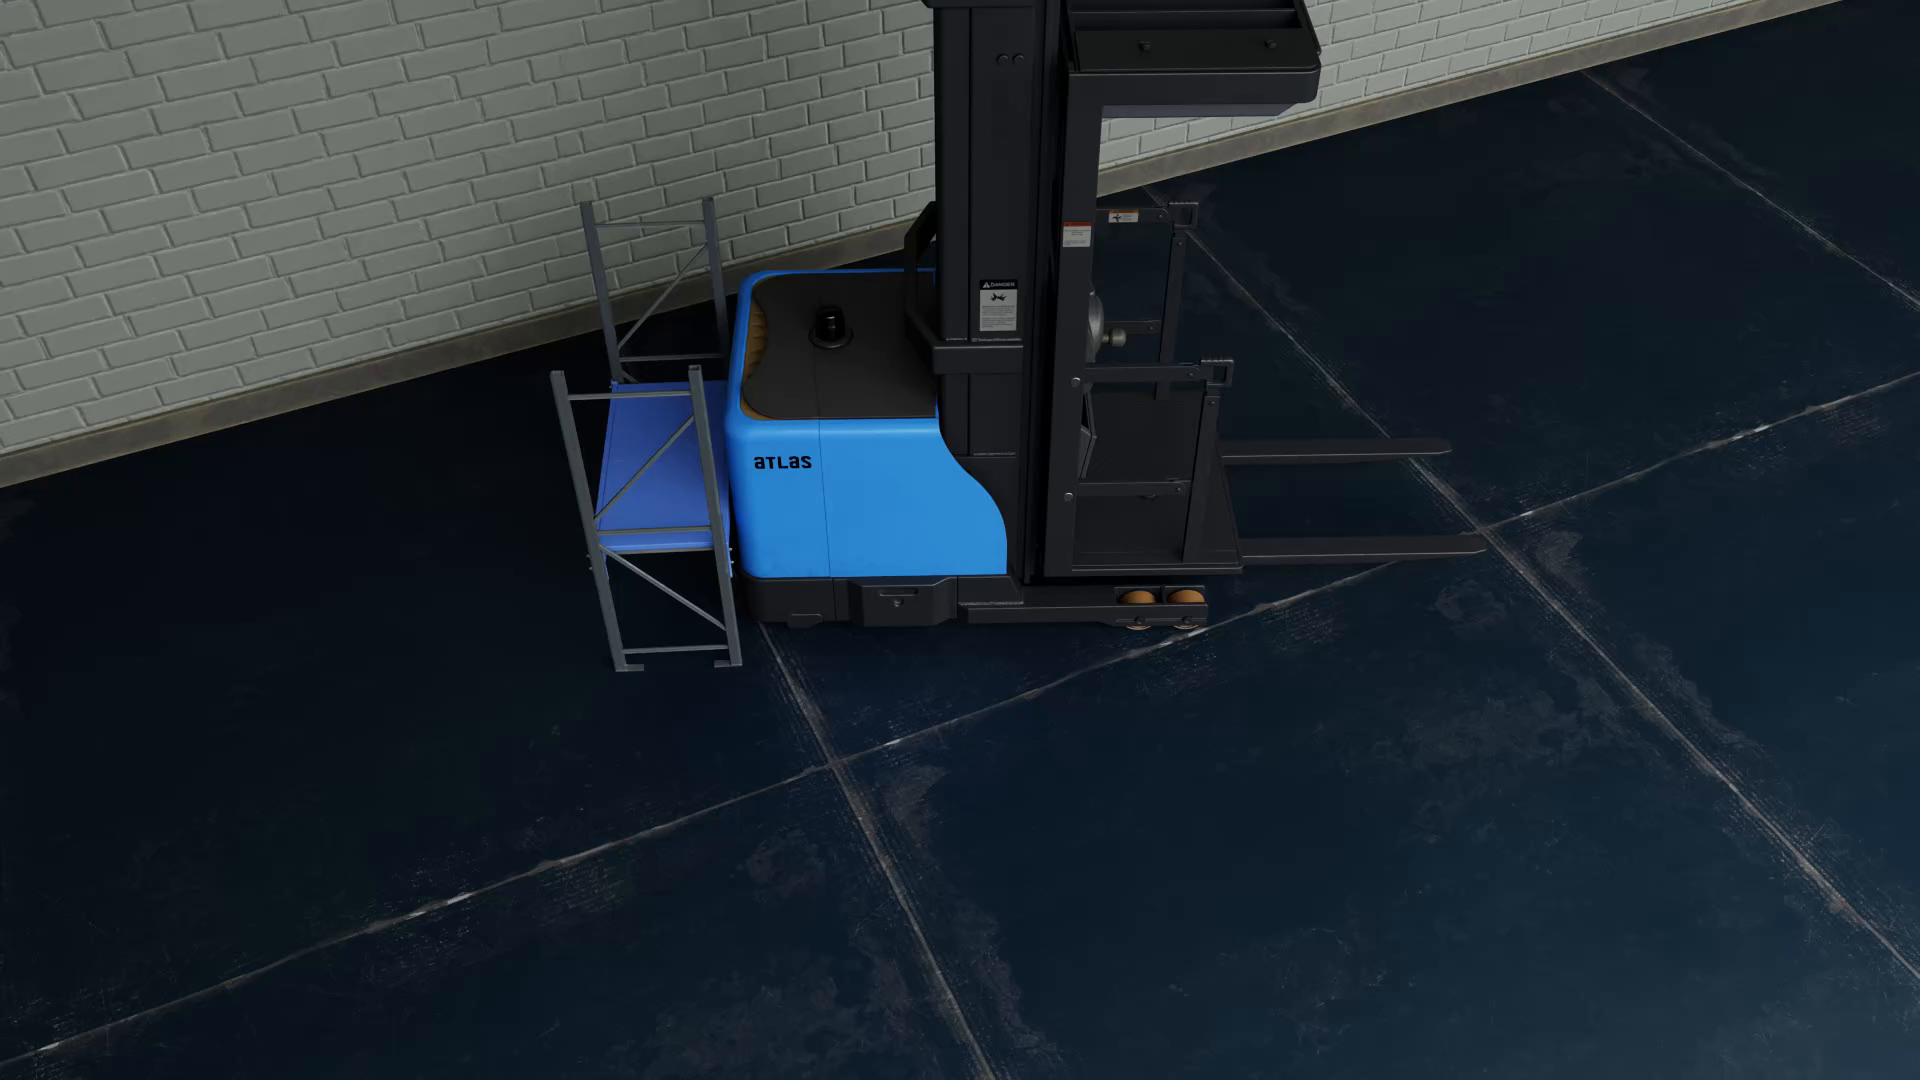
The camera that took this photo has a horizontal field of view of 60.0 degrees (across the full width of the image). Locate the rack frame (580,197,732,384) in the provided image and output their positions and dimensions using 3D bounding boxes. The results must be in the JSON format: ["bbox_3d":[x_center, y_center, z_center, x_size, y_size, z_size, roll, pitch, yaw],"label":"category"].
[{"bbox_3d":[-1.182,-0.745,6.806,0.500,1.500,0.032,-3,45,-3],"label":"rack frame"}]

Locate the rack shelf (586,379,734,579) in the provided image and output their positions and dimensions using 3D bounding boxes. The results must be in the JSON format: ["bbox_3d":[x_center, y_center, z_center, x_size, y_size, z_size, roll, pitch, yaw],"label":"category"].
[{"bbox_3d":[-1.150,-0.260,6.571,0.538,0.185,1.000,-3,45,-3],"label":"rack shelf"}]

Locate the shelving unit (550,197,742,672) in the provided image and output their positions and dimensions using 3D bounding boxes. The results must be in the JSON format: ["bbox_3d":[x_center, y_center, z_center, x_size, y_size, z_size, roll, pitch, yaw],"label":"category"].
[{"bbox_3d":[-1.150,-0.388,6.444,0.538,1.500,1.048,-3,45,-3],"label":"shelving unit"}]

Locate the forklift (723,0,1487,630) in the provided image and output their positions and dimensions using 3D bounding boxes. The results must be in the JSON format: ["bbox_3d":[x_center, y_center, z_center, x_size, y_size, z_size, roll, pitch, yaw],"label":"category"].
[{"bbox_3d":[0.623,-1.053,6.100,3.031,2.935,1.130,-1,45,-1],"label":"forklift"}]

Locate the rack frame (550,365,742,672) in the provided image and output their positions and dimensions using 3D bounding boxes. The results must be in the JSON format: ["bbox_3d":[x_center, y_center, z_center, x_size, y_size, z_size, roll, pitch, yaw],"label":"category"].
[{"bbox_3d":[-1.117,-0.032,6.083,0.500,1.500,0.032,-3,45,-3],"label":"rack frame"}]
